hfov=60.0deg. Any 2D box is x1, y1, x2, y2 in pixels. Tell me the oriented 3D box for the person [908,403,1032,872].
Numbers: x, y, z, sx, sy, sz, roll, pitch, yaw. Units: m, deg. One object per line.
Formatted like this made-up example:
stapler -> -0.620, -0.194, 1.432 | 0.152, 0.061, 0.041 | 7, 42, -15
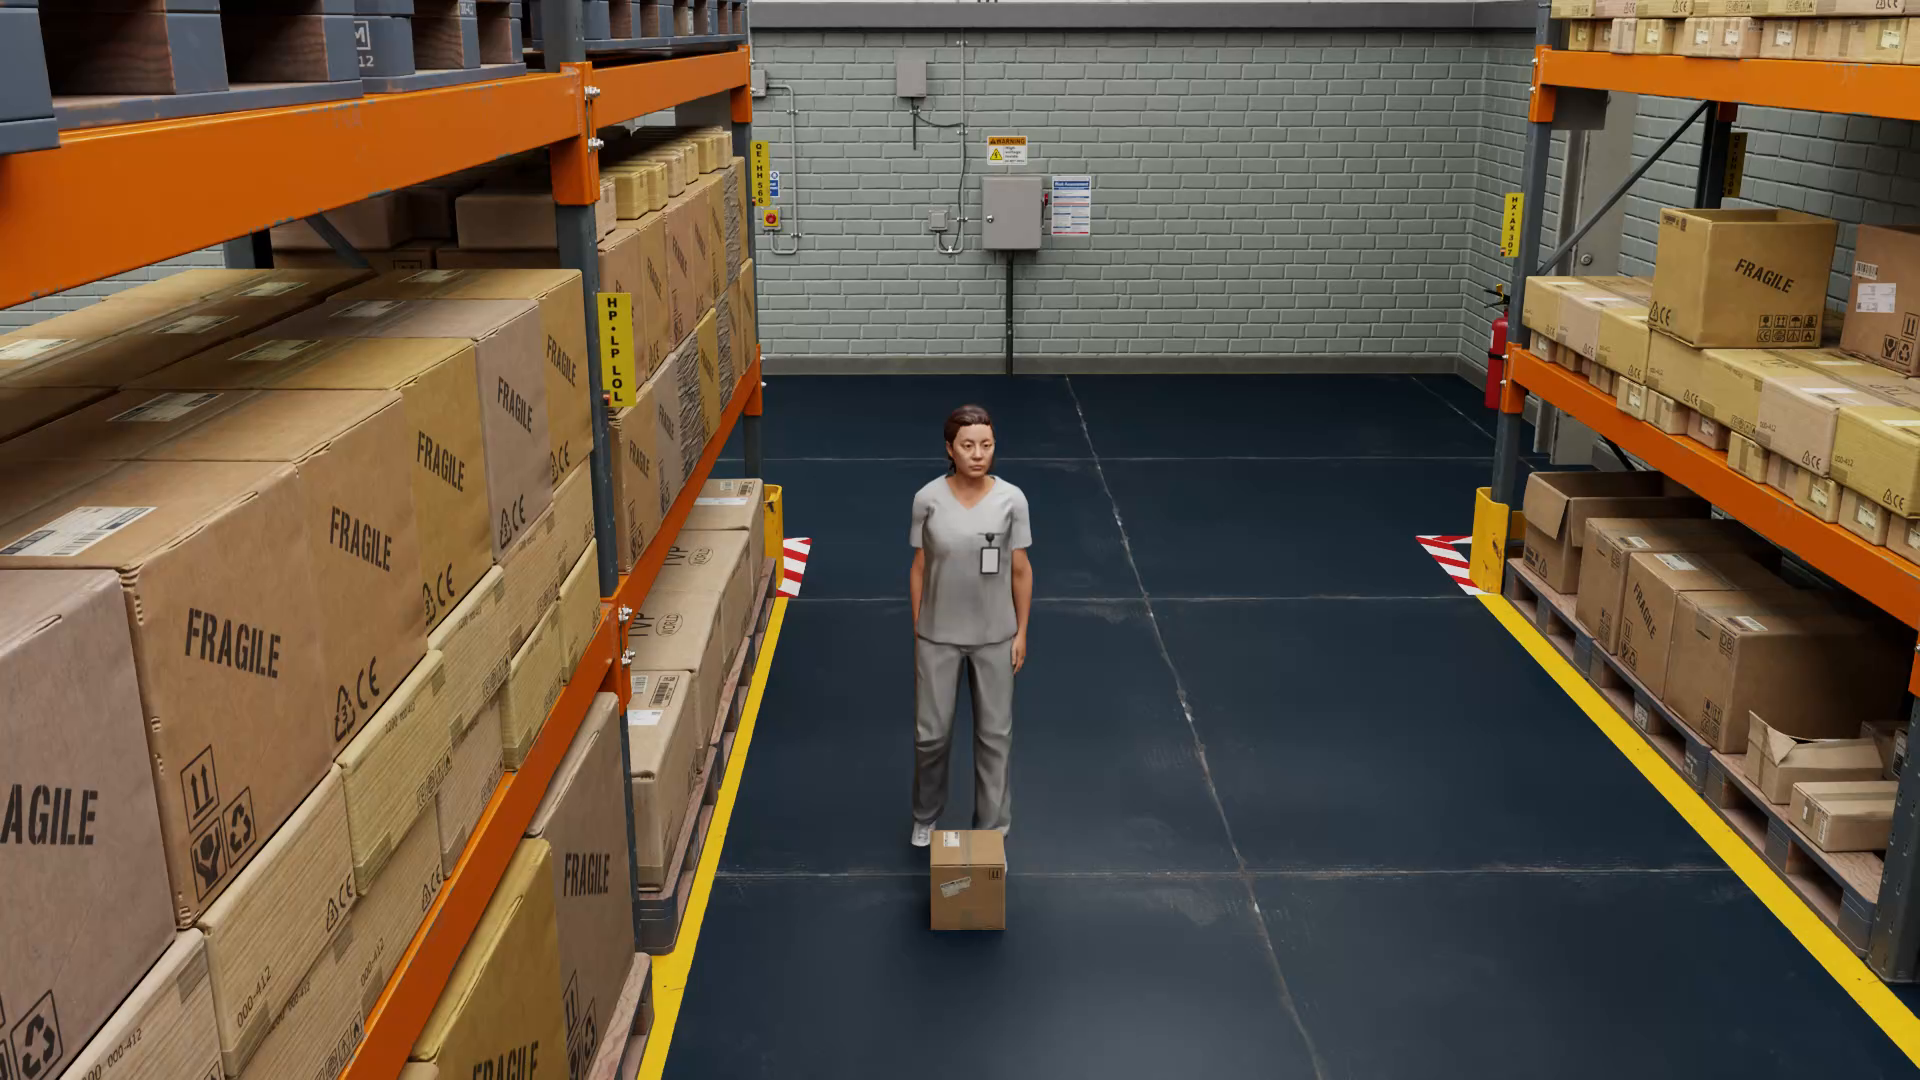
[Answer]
person -> 0.033, 0.382, 5.939 | 0.446, 1.747, 0.478 | 0, 17, 0
